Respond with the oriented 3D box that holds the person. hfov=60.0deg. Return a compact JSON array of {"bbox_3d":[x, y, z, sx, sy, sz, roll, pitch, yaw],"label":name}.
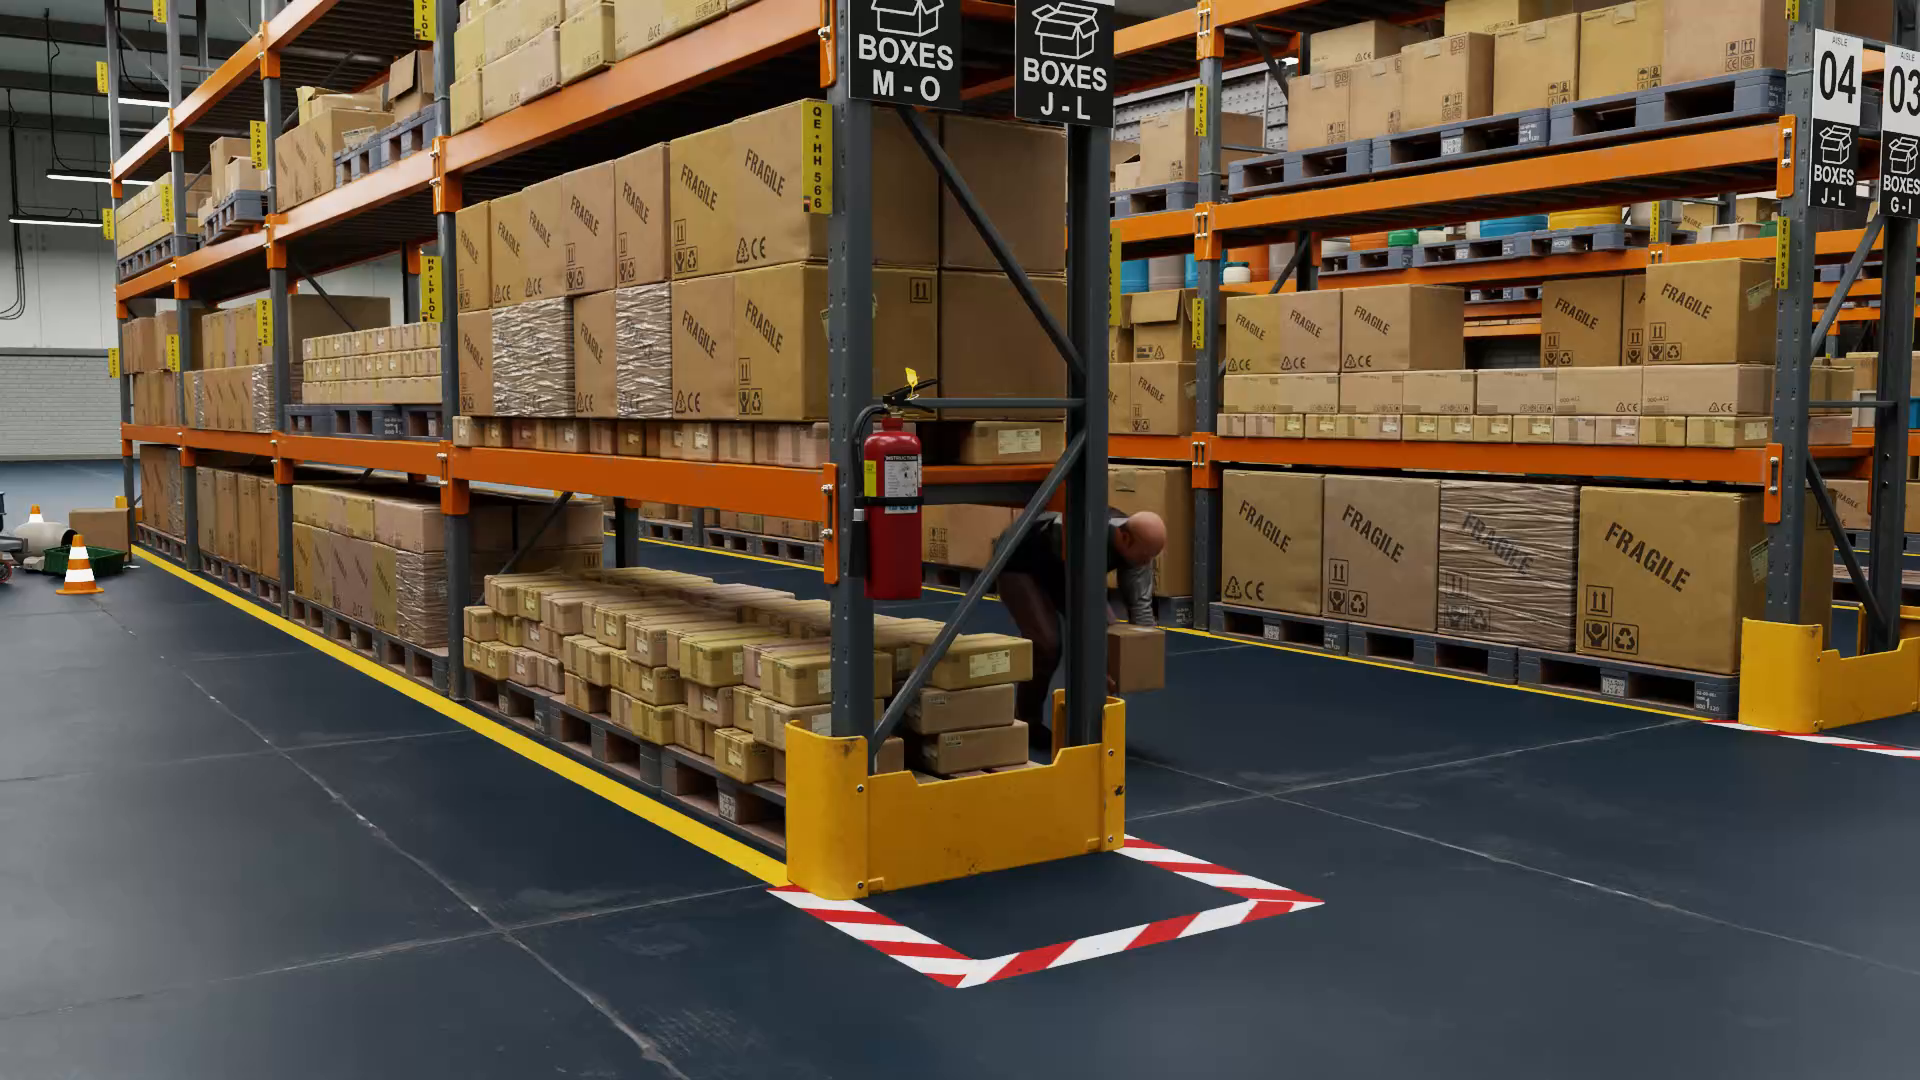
[{"bbox_3d":[0.541,0.379,7.361,0.490,1.064,0.949,-3,6,-37],"label":"person"}]
